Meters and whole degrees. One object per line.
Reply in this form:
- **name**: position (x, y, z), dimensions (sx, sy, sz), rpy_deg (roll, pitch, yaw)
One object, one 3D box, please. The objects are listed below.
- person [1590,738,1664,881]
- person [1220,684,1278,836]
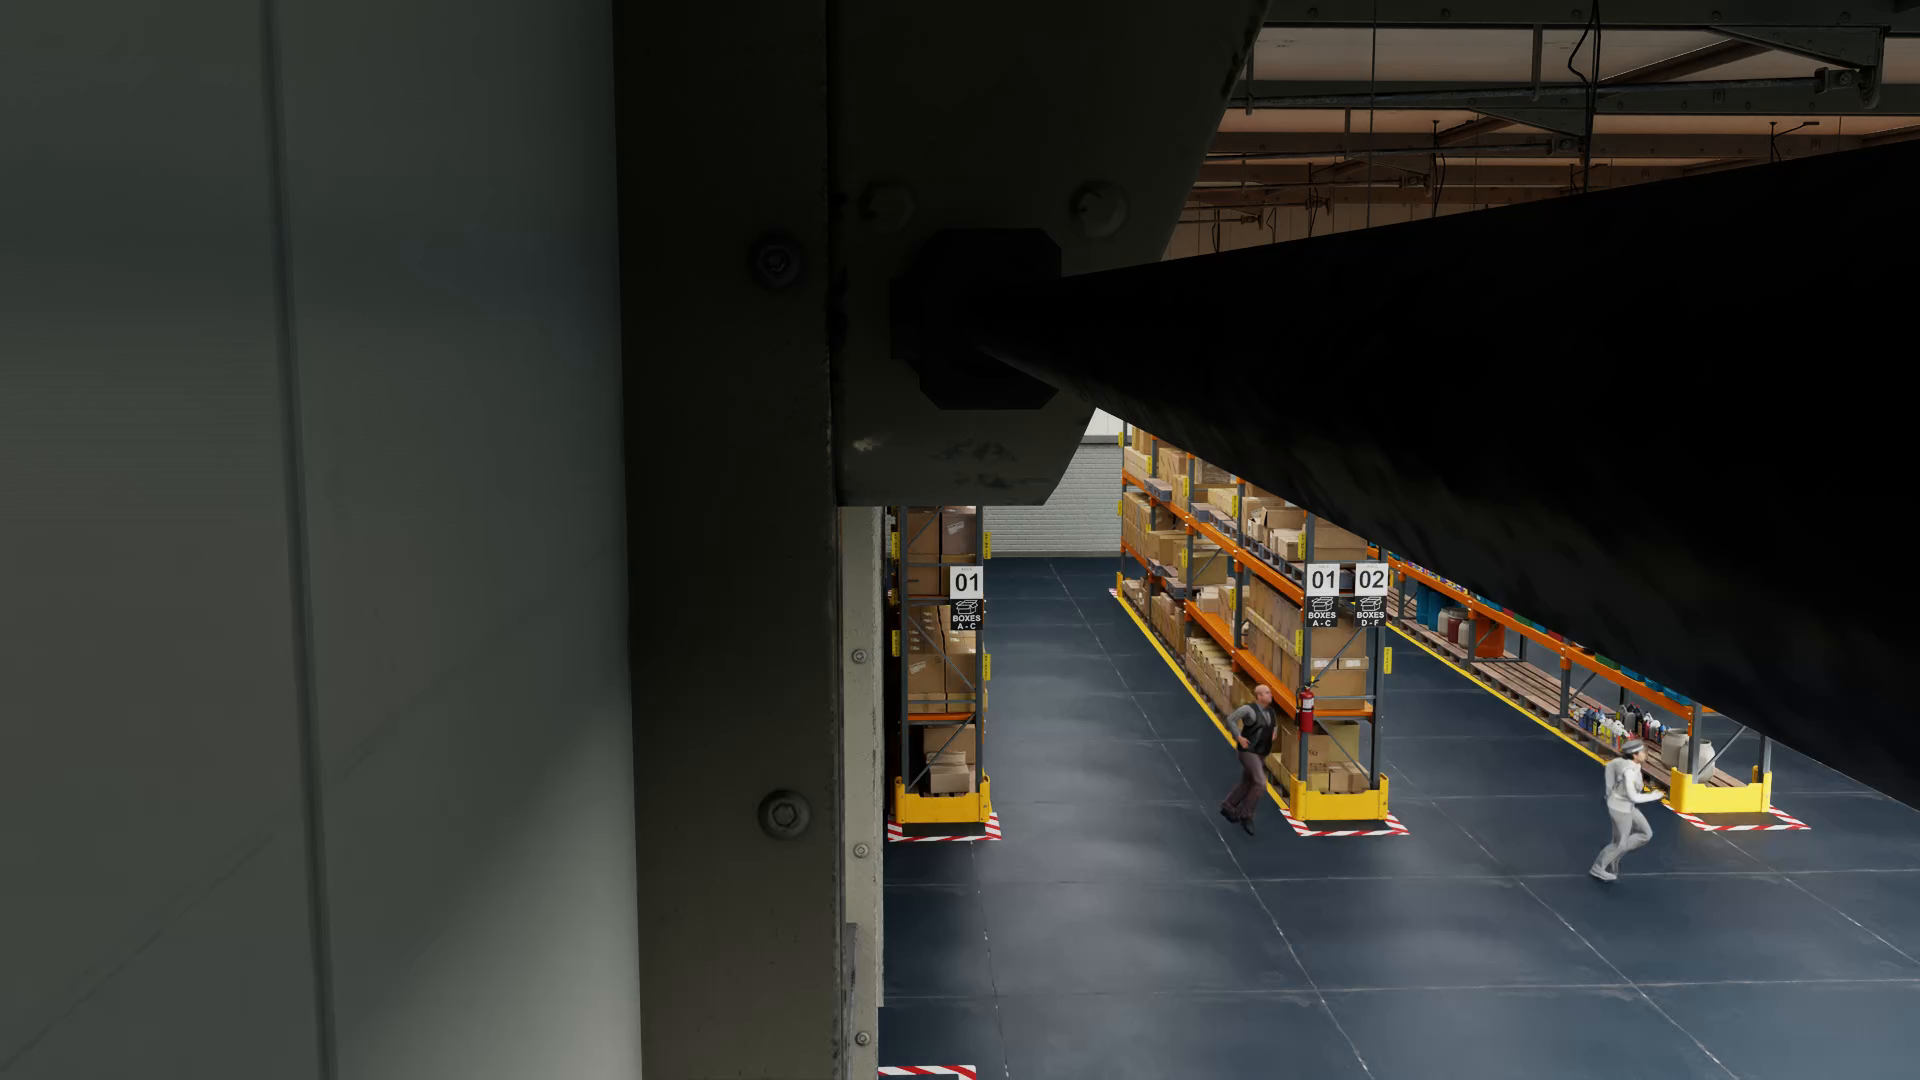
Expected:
- **person**: position (7.329, 2.955, 18.250), dimensions (0.701, 1.643, 0.650), rpy_deg (3, 9, 19)
- **person**: position (3.506, 2.594, 19.997), dimensions (0.674, 1.748, 0.690), rpy_deg (7, 11, 42)
